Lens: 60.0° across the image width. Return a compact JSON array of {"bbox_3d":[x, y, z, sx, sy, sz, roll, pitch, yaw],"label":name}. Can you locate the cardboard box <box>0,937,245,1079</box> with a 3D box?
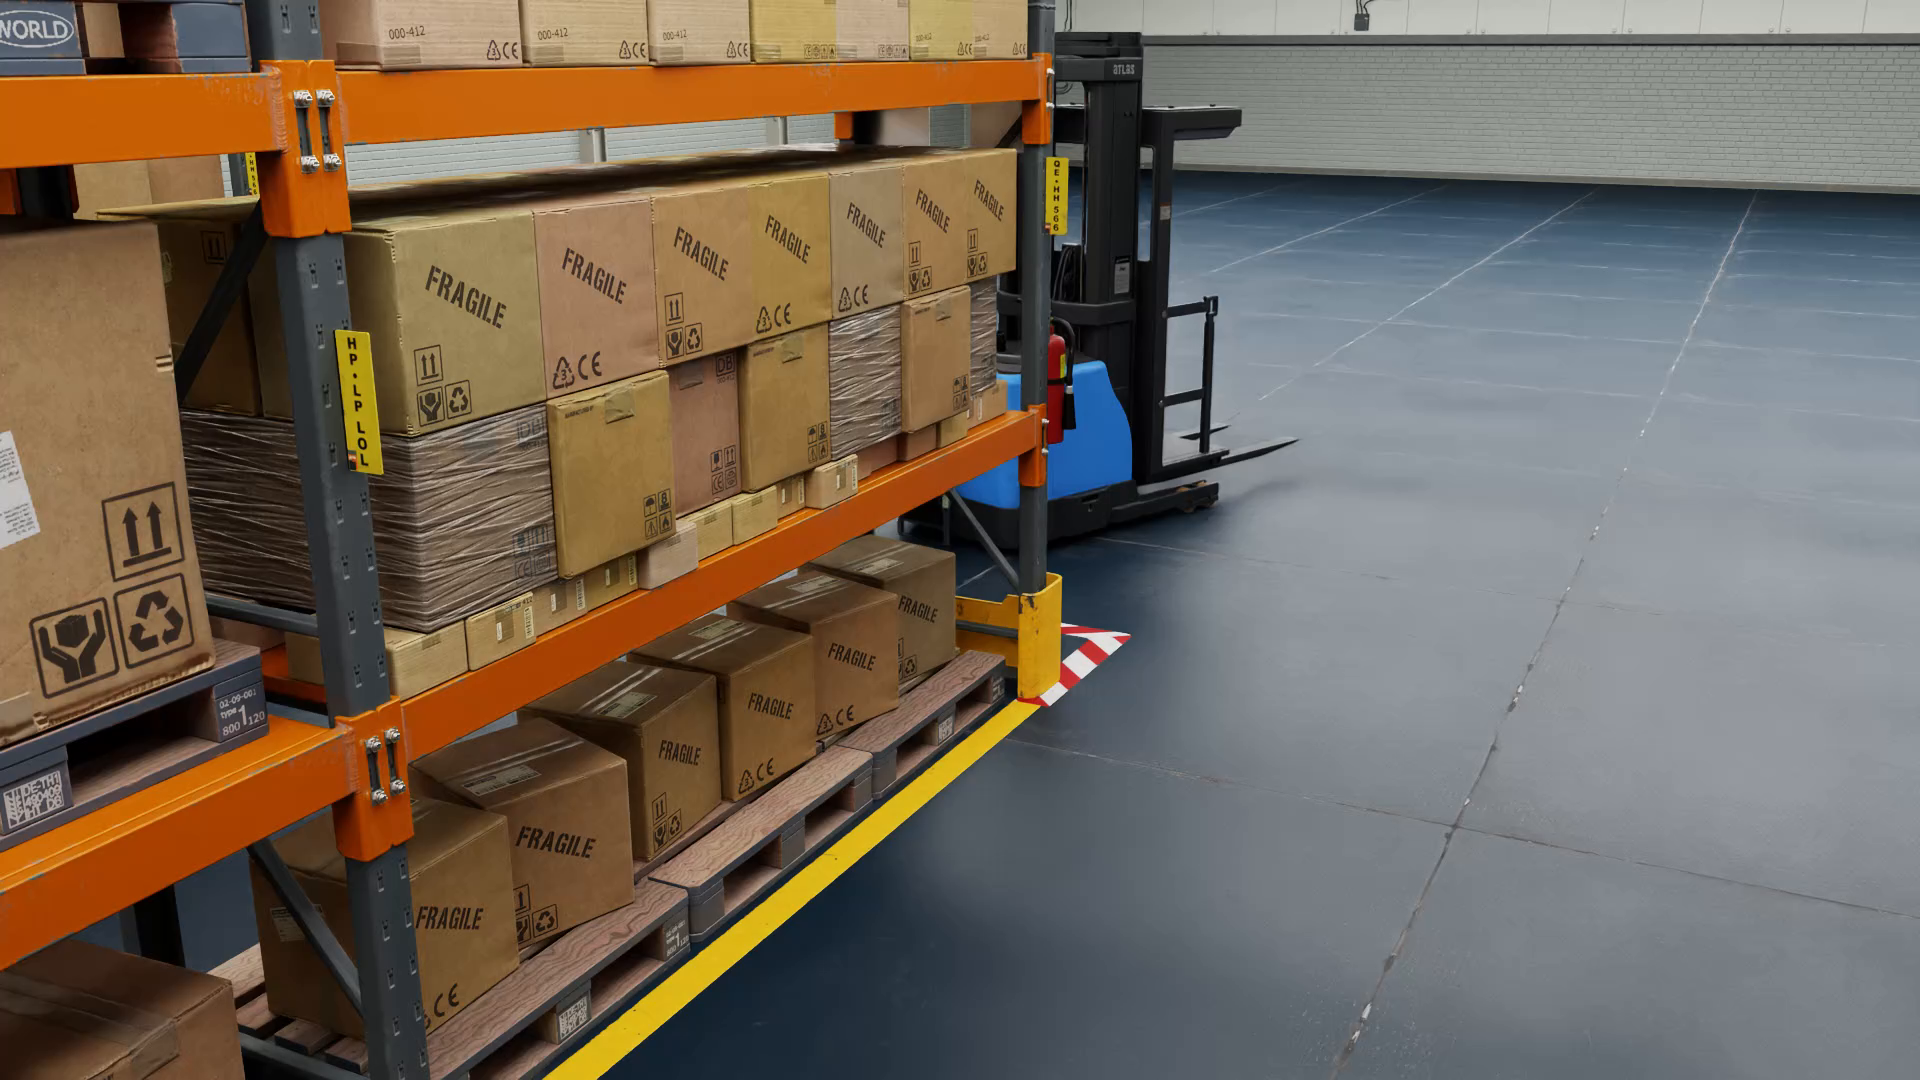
[{"bbox_3d":[-2.153,1.315,3.945,0.700,0.500,0.500,7,18,21],"label":"cardboard box"}]

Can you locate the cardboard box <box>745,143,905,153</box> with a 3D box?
[{"bbox_3d":[-0.562,-1.409,7.046,0.500,0.500,0.500,8,18,25],"label":"cardboard box"}]

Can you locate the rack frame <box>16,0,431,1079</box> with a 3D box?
[{"bbox_3d":[-1.860,0.174,4.169,1.000,3.000,0.127,8,18,25],"label":"rack frame"}]

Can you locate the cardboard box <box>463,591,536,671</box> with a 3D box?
[{"bbox_3d":[-1.371,0.216,4.469,0.380,0.149,0.250,8,18,25],"label":"cardboard box"}]

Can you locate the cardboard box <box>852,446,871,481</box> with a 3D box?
[{"bbox_3d":[-0.559,-0.305,6.223,0.380,0.149,0.250,8,18,25],"label":"cardboard box"}]

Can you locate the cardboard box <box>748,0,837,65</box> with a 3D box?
[{"bbox_3d":[-0.738,-1.670,5.373,0.500,0.250,0.500,8,18,24],"label":"cardboard box"}]

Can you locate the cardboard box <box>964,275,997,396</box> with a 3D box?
[{"bbox_3d":[-0.343,-0.898,7.083,0.875,0.500,0.500,8,18,25],"label":"cardboard box"}]

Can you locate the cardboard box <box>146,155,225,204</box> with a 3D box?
[{"bbox_3d":[-4.665,-2.001,9.334,0.875,0.550,0.550,8,18,25],"label":"cardboard box"}]

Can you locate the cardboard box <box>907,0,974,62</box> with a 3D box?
[{"bbox_3d":[-0.281,-1.928,6.242,0.500,0.250,0.500,8,18,26],"label":"cardboard box"}]

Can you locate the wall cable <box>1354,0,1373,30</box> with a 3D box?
[{"bbox_3d":[9.893,-14.191,36.026,2.305,6.003,0.169,8,18,25],"label":"wall cable"}]

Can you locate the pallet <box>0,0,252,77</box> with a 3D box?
[{"bbox_3d":[-2.231,-1.030,3.285,1.213,0.211,1.003,8,18,25],"label":"pallet"}]

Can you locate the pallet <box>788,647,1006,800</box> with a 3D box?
[{"bbox_3d":[-0.501,0.714,7.250,1.003,0.211,1.213,8,18,25],"label":"pallet"}]

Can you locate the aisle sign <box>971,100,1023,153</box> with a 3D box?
[{"bbox_3d":[0.224,-2.068,7.154,0.394,0.787,0.004,8,18,25],"label":"aisle sign"}]

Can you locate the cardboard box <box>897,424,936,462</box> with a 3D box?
[{"bbox_3d":[-0.318,-0.430,6.644,0.380,0.149,0.250,8,18,25],"label":"cardboard box"}]

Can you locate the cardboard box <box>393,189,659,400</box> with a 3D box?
[{"bbox_3d":[-1.209,-0.705,4.677,0.500,0.500,0.500,8,18,25],"label":"cardboard box"}]

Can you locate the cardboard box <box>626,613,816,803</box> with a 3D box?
[{"bbox_3d":[-0.899,0.623,6.311,0.500,0.500,0.500,10,19,30],"label":"cardboard box"}]

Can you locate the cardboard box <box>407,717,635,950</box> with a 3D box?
[{"bbox_3d":[-1.396,0.928,5.286,0.500,0.500,0.500,16,23,43],"label":"cardboard box"}]

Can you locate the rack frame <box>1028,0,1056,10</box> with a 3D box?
[{"bbox_3d":[-0.072,-3.720,6.745,1.000,3.000,0.127,8,18,25],"label":"rack frame"}]

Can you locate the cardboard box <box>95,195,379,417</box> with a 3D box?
[{"bbox_3d":[-1.905,-0.645,4.474,0.500,0.500,0.500,8,18,25],"label":"cardboard box"}]

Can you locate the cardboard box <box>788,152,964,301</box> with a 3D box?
[{"bbox_3d":[-0.315,-1.215,6.392,0.500,0.500,0.500,8,18,25],"label":"cardboard box"}]

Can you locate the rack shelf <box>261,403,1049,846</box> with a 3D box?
[{"bbox_3d":[-0.966,0.010,5.987,1.077,0.370,4.000,8,18,25],"label":"rack shelf"}]

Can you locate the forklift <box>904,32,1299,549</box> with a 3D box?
[{"bbox_3d":[1.034,-1.673,10.508,3.031,2.935,1.130,-15,22,-41],"label":"forklift"}]

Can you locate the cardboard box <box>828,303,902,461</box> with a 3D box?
[{"bbox_3d":[-0.721,-0.634,6.193,0.875,0.500,0.500,8,18,25],"label":"cardboard box"}]

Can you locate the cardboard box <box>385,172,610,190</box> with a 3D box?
[{"bbox_3d":[-1.458,-0.900,5.332,0.500,0.500,0.500,8,18,25],"label":"cardboard box"}]

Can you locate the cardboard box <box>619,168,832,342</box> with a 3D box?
[{"bbox_3d":[-0.772,-0.961,5.539,0.500,0.500,0.500,8,18,25],"label":"cardboard box"}]

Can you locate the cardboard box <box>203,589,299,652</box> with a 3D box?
[{"bbox_3d":[-2.027,0.203,4.515,0.380,0.149,0.250,8,18,25],"label":"cardboard box"}]

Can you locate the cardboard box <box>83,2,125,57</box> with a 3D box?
[{"bbox_3d":[-1.890,-1.341,4.266,0.500,0.250,0.500,9,19,27],"label":"cardboard box"}]

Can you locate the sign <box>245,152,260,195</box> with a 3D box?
[{"bbox_3d":[-3.985,-2.097,9.368,0.100,0.325,0.005,8,18,25],"label":"sign"}]

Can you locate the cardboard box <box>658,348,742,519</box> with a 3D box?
[{"bbox_3d":[-1.215,-0.386,5.358,0.875,0.500,0.500,8,18,25],"label":"cardboard box"}]

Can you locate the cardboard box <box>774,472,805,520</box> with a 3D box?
[{"bbox_3d":[-0.765,-0.175,5.786,0.380,0.149,0.250,8,18,25],"label":"cardboard box"}]

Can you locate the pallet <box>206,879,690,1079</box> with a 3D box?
[{"bbox_3d":[-1.591,1.335,5.157,1.003,0.211,1.213,8,18,25],"label":"pallet"}]

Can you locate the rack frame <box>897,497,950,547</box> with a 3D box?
[{"bbox_3d":[-0.220,-0.717,9.804,0.400,1.500,0.023,13,21,37],"label":"rack frame"}]

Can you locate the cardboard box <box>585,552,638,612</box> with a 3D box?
[{"bbox_3d":[-1.181,0.084,4.914,0.380,0.149,0.250,8,18,25],"label":"cardboard box"}]

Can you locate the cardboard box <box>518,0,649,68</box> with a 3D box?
[{"bbox_3d":[-1.198,-1.409,4.496,0.500,0.250,0.500,8,18,25],"label":"cardboard box"}]

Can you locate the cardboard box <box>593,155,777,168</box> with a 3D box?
[{"bbox_3d":[-1.014,-1.155,6.190,0.500,0.500,0.500,8,18,25],"label":"cardboard box"}]

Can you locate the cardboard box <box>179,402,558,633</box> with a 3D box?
[{"bbox_3d":[-1.603,-0.123,4.472,0.875,0.500,0.500,8,18,25],"label":"cardboard box"}]

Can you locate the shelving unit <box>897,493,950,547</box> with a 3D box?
[{"bbox_3d":[-0.452,-0.636,9.532,0.431,1.500,0.755,13,21,37],"label":"shelving unit"}]

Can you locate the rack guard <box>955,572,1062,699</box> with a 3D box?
[{"bbox_3d":[-0.106,0.373,7.890,1.175,0.500,0.348,8,18,25],"label":"rack guard"}]

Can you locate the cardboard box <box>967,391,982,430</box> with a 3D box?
[{"bbox_3d":[-0.127,-0.562,7.088,0.380,0.149,0.250,8,18,25],"label":"cardboard box"}]

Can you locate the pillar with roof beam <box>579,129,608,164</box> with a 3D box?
[{"bbox_3d":[-2.603,-9.586,26.495,9.100,9.000,0.400,8,18,25],"label":"pillar with roof beam"}]

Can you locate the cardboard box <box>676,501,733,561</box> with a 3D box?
[{"bbox_3d":[-0.958,-0.043,5.343,0.380,0.149,0.250,8,18,25],"label":"cardboard box"}]

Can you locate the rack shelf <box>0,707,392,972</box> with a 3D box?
[{"bbox_3d":[-2.753,1.029,2.556,1.077,0.370,4.000,8,18,25],"label":"rack shelf"}]

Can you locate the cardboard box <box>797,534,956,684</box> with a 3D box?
[{"bbox_3d":[-0.366,0.309,7.367,0.500,0.500,0.500,12,20,36],"label":"cardboard box"}]
